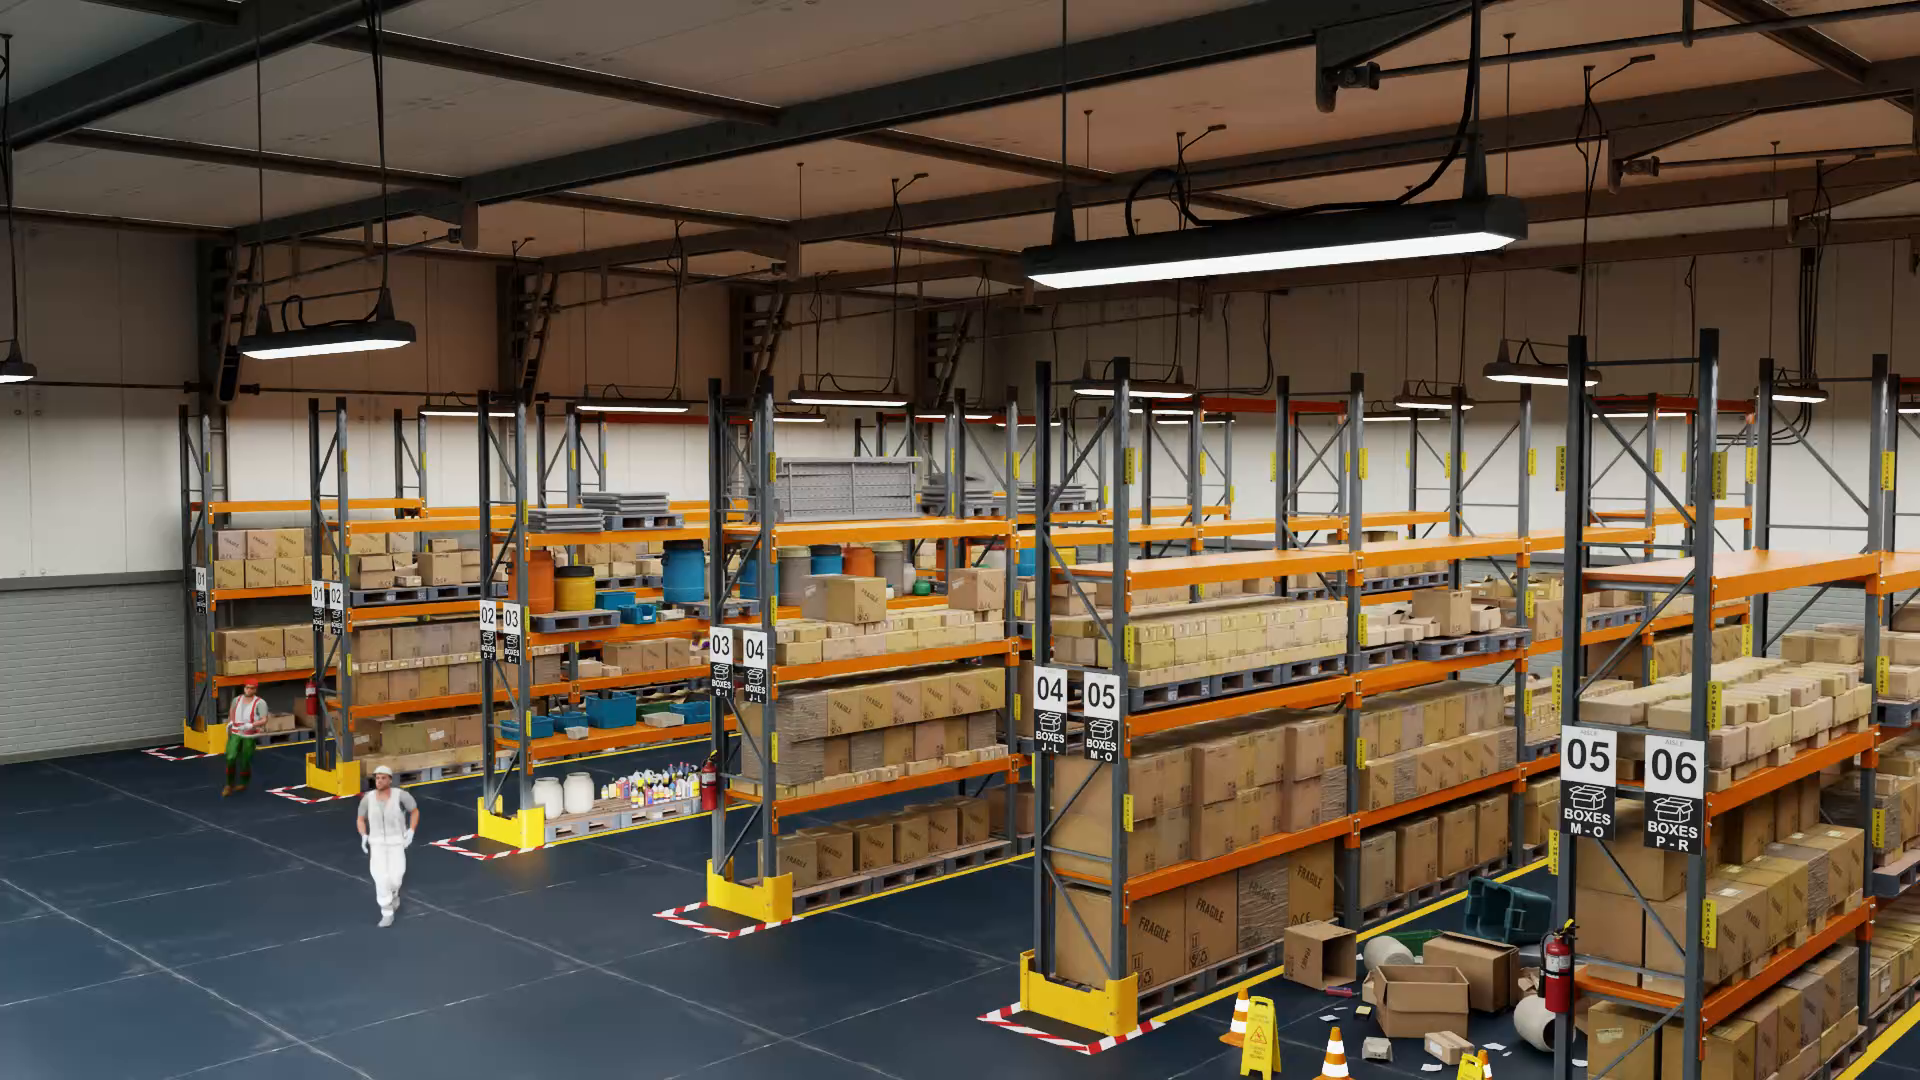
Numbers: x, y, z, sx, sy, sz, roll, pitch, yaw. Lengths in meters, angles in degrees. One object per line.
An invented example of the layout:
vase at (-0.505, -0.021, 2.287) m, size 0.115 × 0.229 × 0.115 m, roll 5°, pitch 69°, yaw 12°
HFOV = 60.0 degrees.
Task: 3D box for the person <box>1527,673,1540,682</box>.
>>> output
person at (9.131, 2.946, 26.284) m, size 0.901 × 1.709 × 0.575 m, roll -2°, pitch 4°, yaw -36°

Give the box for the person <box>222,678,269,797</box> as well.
person at (-10.776, 2.968, 25.091) m, size 0.678 × 1.773 × 0.664 m, roll 0°, pitch 3°, yaw -5°

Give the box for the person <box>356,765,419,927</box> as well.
person at (-6.282, 3.335, 18.235) m, size 0.656 × 1.748 × 0.560 m, roll -1°, pitch 3°, yaw -10°

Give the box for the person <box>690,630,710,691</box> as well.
person at (-5.116, 2.560, 32.363) m, size 0.679 × 1.809 × 0.833 m, roll 2°, pitch 4°, yaw 38°
